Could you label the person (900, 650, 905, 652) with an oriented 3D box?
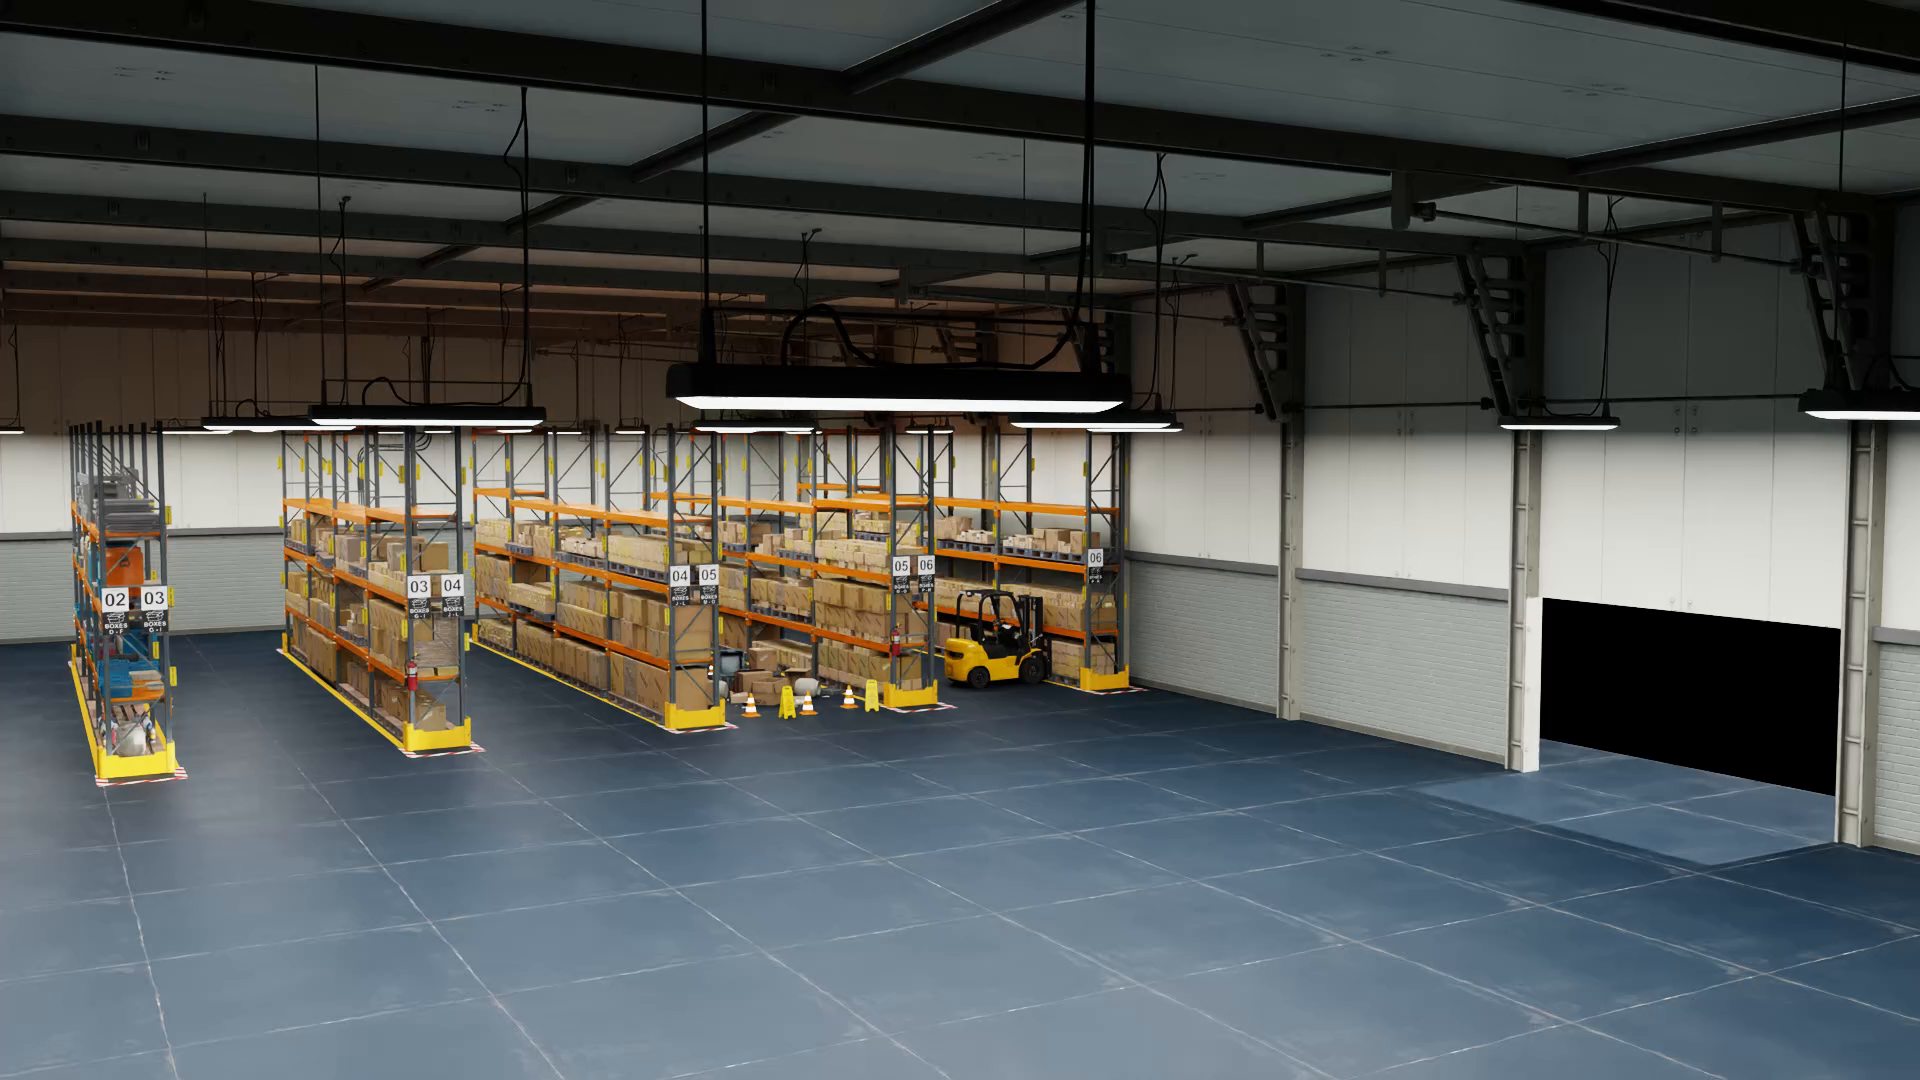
[{"bbox_3d":[-1.486,2.259,39.478,0.580,1.637,0.542,-1,4,-21],"label":"person"}]
